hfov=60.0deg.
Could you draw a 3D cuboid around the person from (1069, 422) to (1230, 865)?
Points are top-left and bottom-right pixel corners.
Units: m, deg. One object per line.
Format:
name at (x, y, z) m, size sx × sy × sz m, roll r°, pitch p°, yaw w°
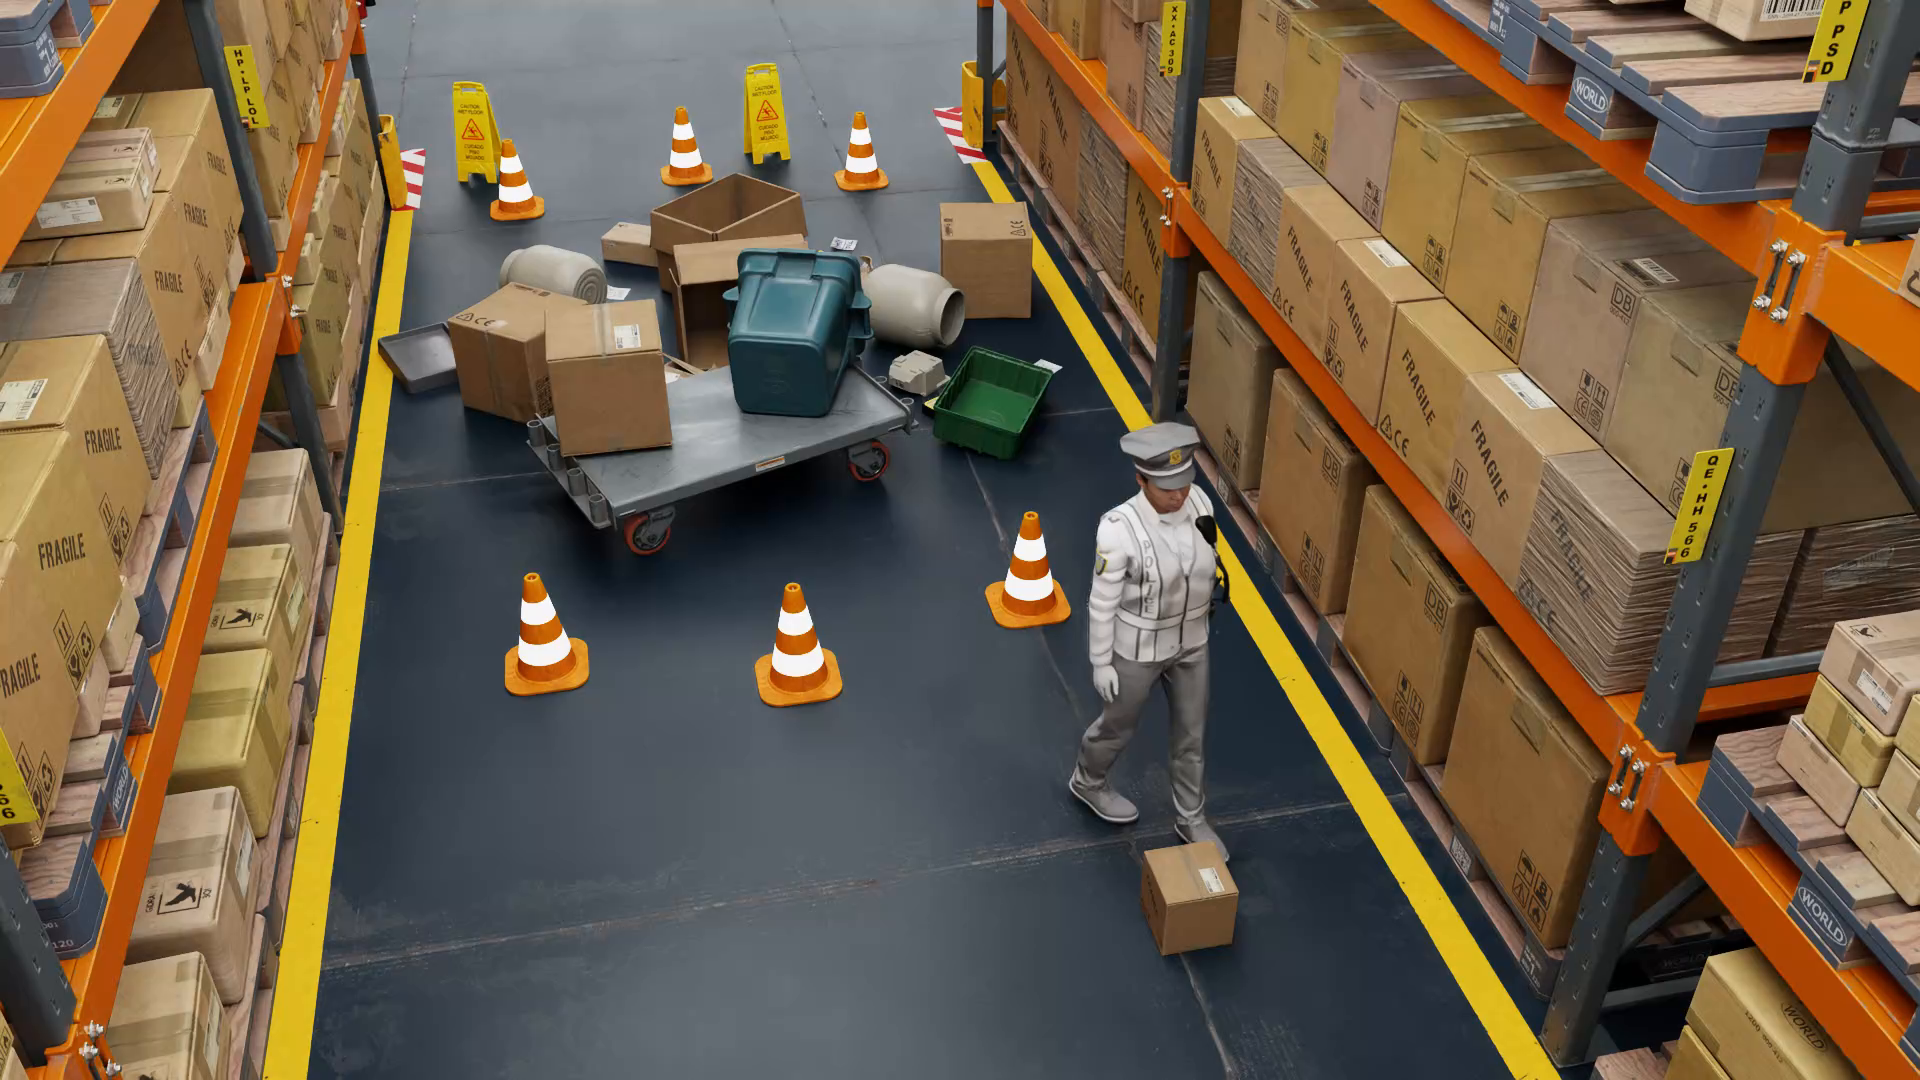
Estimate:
person at (0.691, 0.371, 5.591) m, size 0.507 × 1.674 × 0.636 m, roll -18°, pitch 38°, yaw -24°
